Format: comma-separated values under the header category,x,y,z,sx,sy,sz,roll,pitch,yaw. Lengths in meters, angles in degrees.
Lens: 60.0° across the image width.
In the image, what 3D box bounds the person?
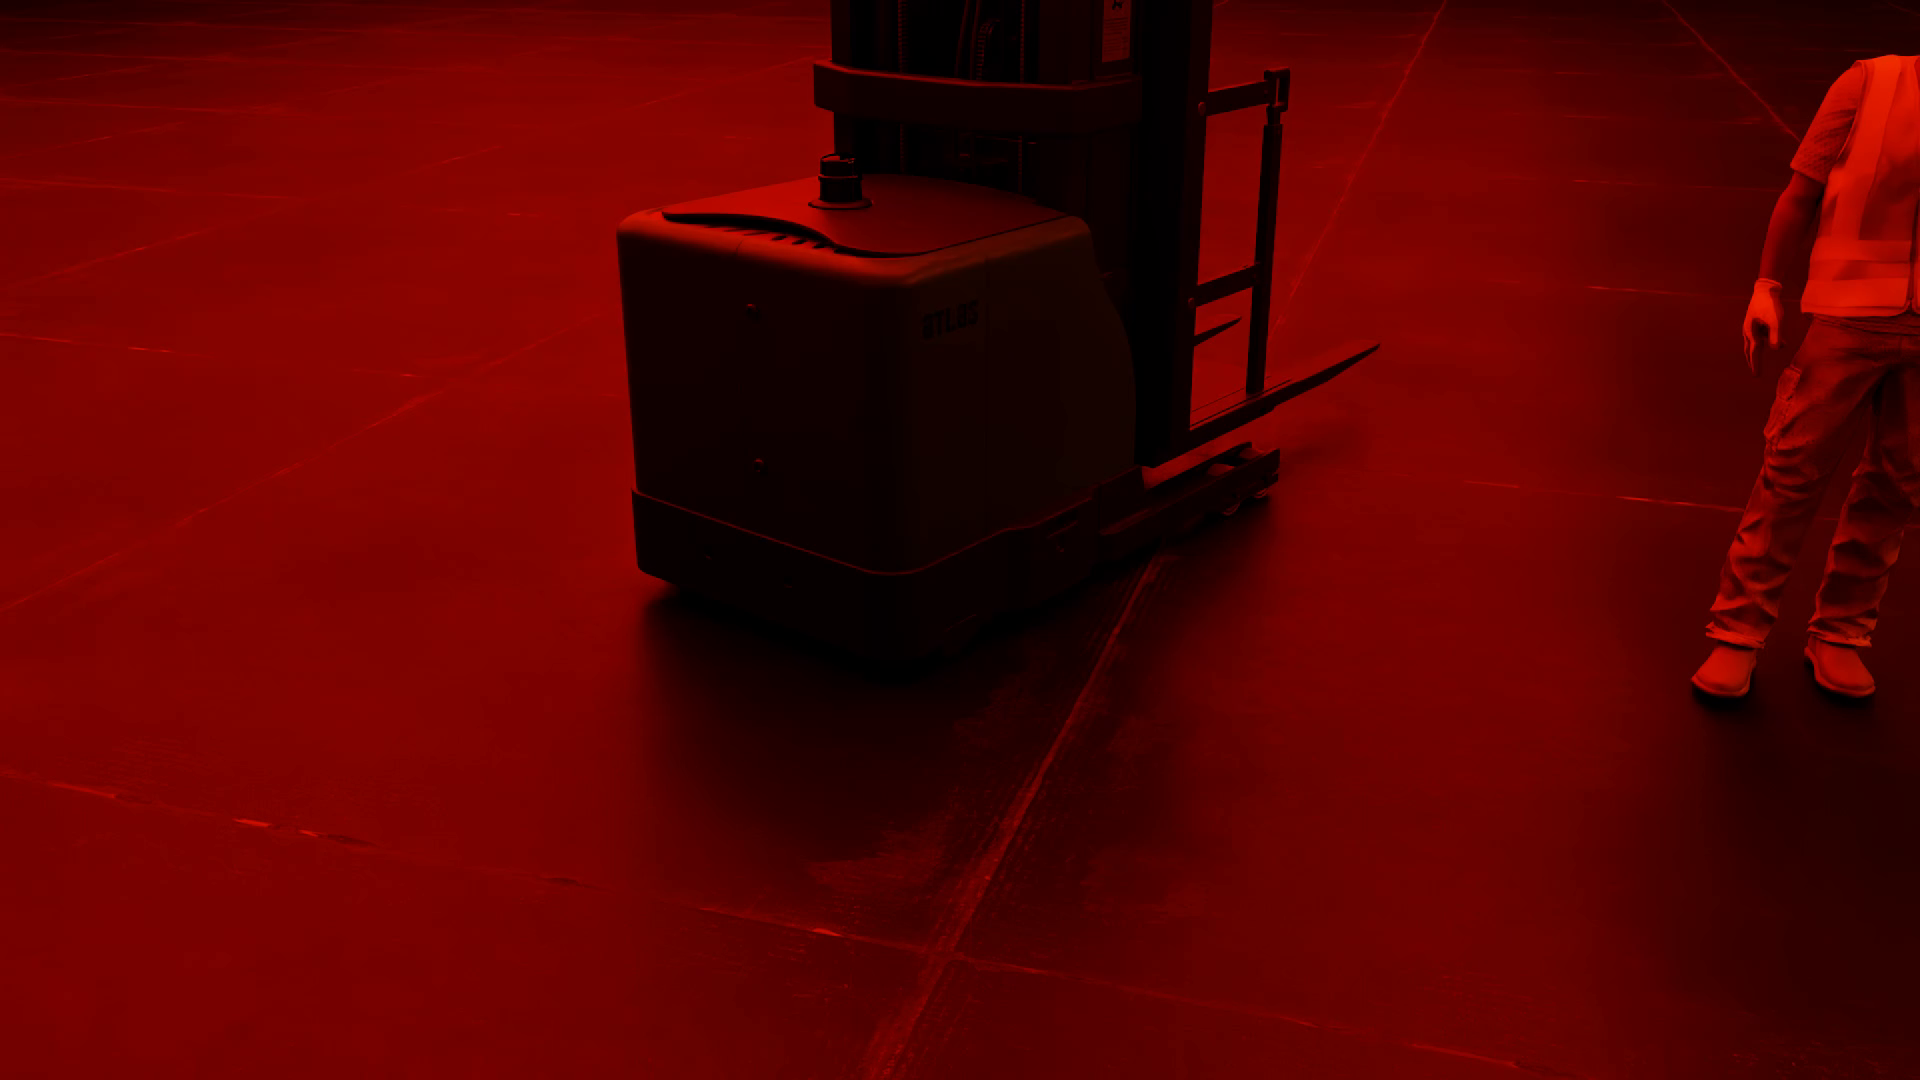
category,x,y,z,sx,sy,sz,roll,pitch,yaw
person,2.209,-0.479,3.923,0.657,1.784,0.577,8,24,19

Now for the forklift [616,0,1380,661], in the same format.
category,x,y,z,sx,sy,sz,roll,pitch,yaw
forklift,0.395,-1.539,5.008,1.130,2.935,3.031,17,28,36
